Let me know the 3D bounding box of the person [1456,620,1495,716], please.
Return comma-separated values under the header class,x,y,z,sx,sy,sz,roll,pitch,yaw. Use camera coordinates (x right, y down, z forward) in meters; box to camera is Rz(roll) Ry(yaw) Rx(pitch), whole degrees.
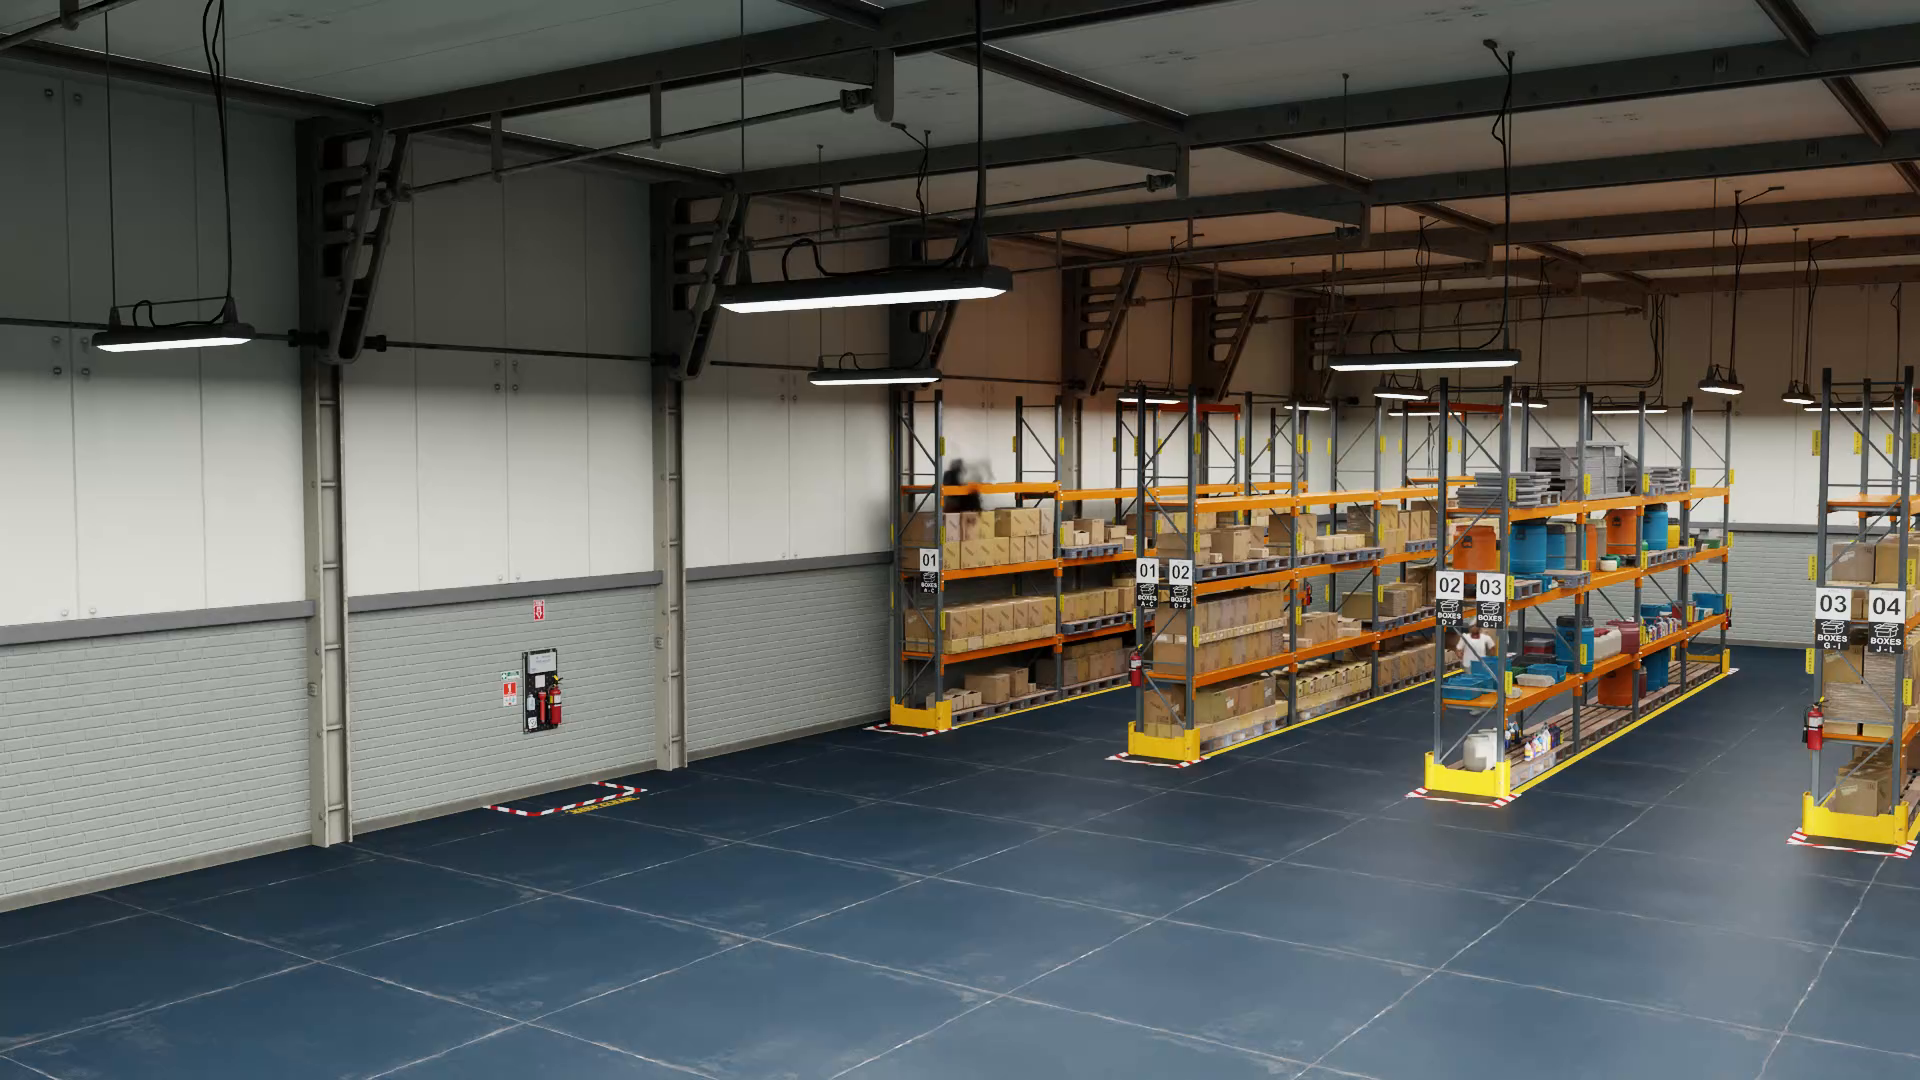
class,x,y,z,sx,sy,sz,roll,pitch,yaw
person,9.645,2.365,31.150,0.699,1.752,0.923,1,3,22
